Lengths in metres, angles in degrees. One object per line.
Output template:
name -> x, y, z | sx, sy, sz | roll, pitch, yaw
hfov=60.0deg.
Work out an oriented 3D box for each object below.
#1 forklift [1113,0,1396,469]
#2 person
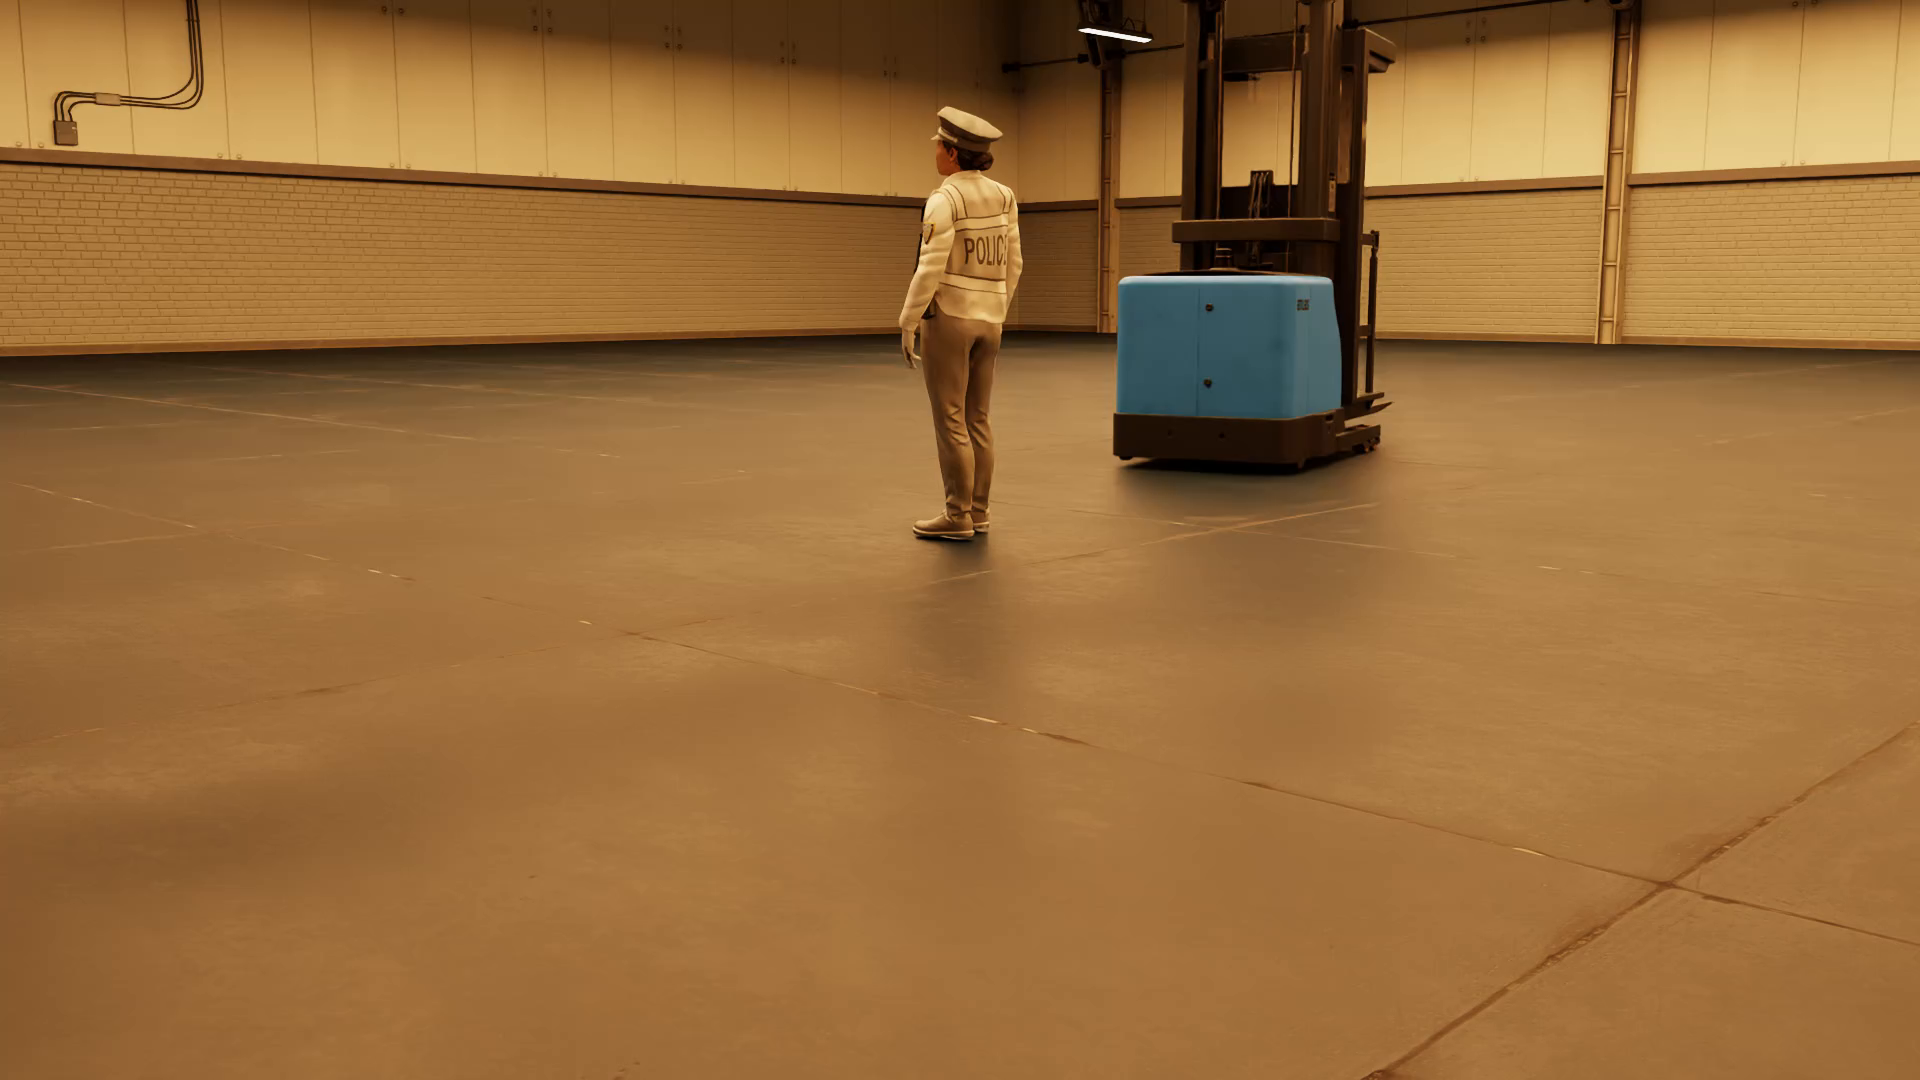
forklift -> 2.006, -2.017, 10.267 | 1.130, 2.935, 3.031 | 5, 10, 28
person -> -0.045, -0.853, 6.643 | 0.530, 1.694, 0.586 | 8, 12, 43
